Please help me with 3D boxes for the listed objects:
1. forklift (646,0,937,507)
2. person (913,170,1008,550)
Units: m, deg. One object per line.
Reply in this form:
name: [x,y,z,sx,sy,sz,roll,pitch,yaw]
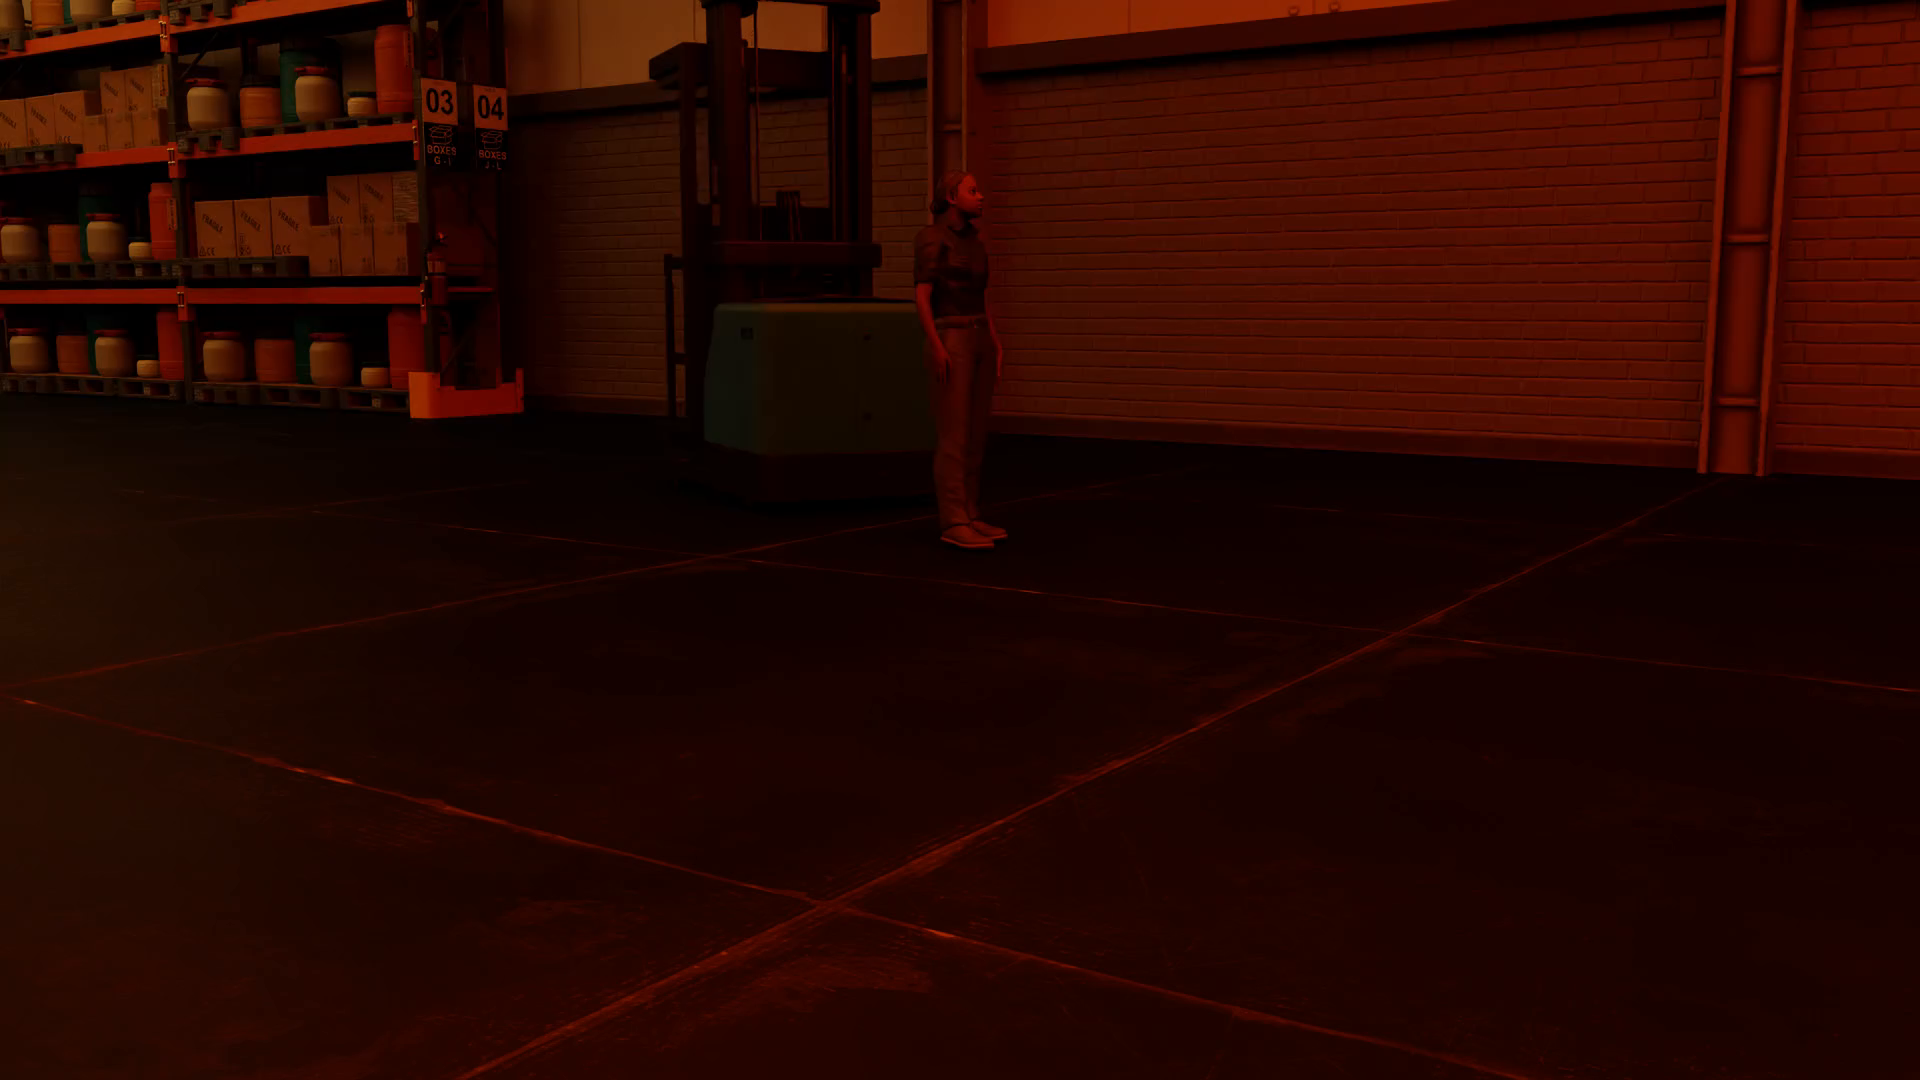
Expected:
forklift: [-1.163,-1.790,9.780,1.130,2.935,3.031,-4,9,-25]
person: [0.062,-0.817,7.422,0.503,1.656,0.570,5,10,34]
